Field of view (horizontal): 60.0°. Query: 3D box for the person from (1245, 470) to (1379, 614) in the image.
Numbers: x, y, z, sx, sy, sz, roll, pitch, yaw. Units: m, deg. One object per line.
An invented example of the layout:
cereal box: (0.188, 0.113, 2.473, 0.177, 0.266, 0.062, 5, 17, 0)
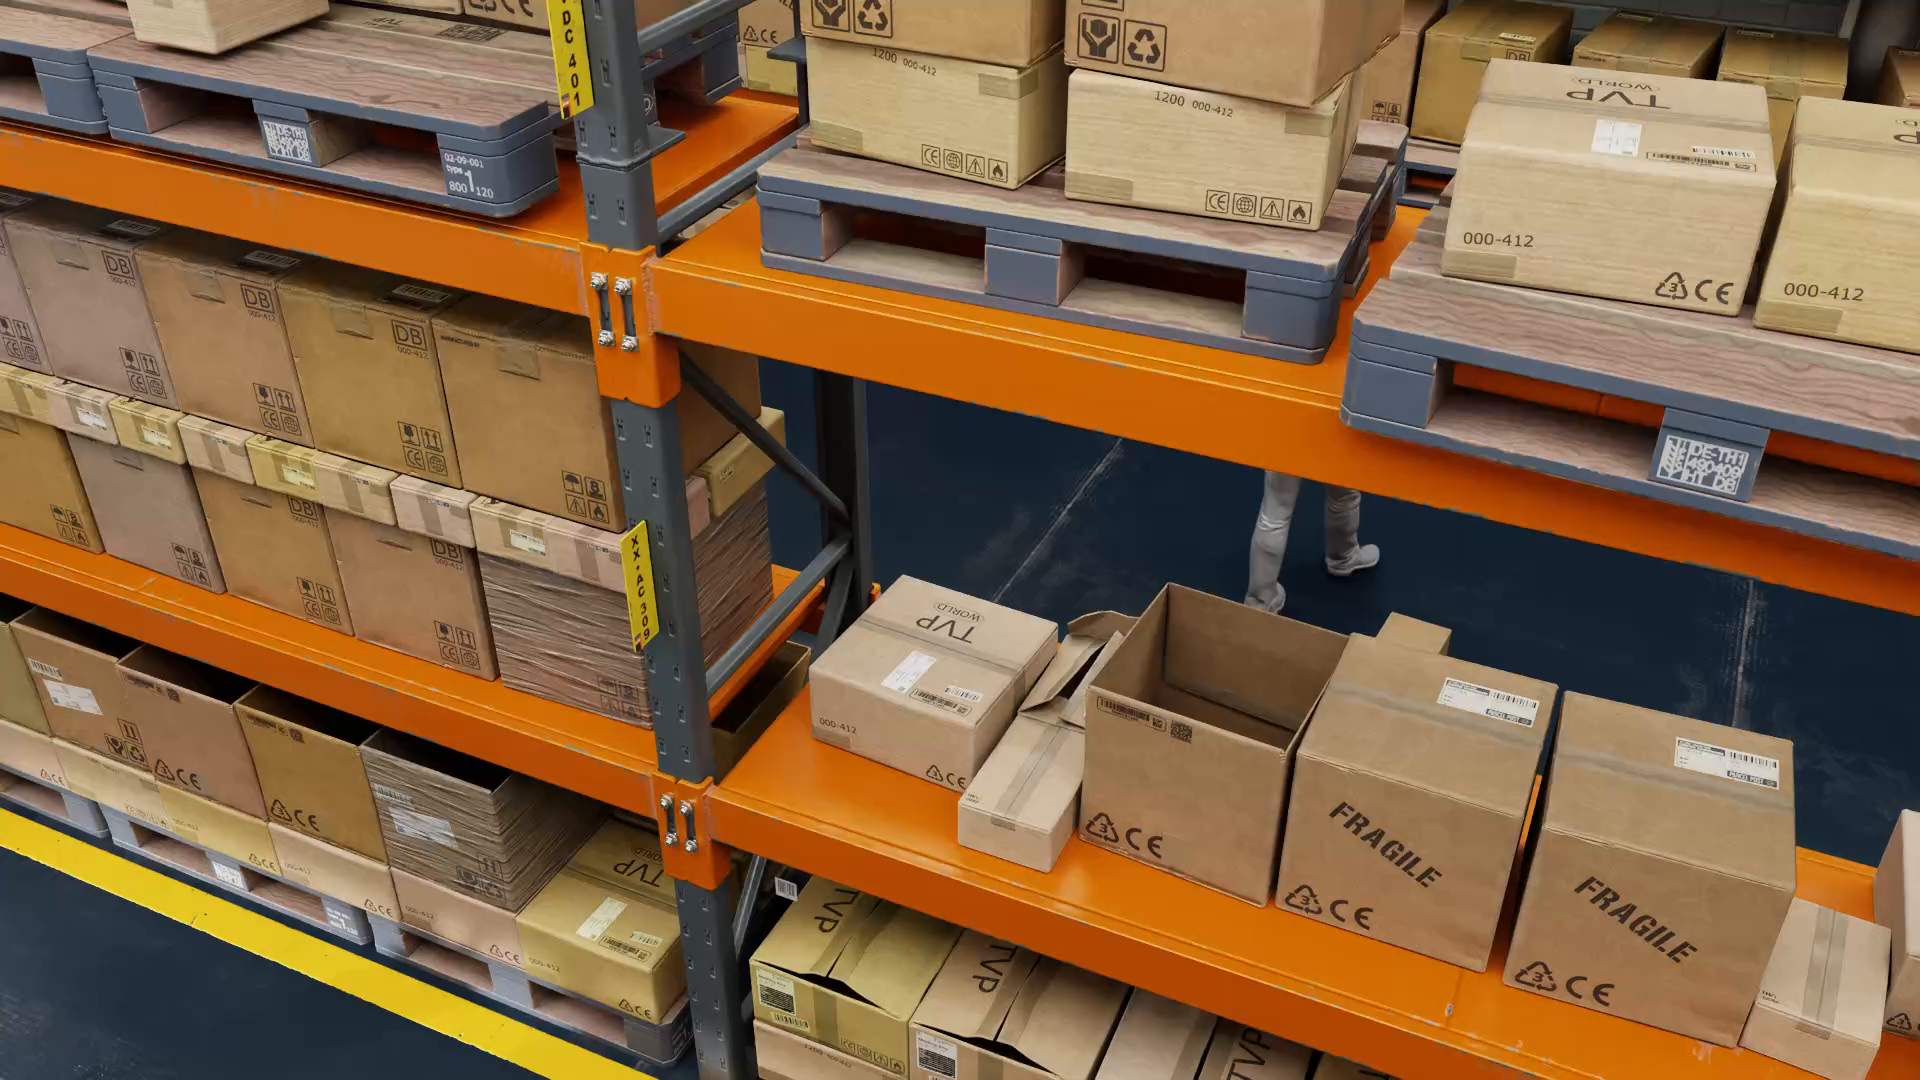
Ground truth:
person: (1.481, -0.519, 6.890, 0.620, 1.741, 0.835, 14, 36, 20)
